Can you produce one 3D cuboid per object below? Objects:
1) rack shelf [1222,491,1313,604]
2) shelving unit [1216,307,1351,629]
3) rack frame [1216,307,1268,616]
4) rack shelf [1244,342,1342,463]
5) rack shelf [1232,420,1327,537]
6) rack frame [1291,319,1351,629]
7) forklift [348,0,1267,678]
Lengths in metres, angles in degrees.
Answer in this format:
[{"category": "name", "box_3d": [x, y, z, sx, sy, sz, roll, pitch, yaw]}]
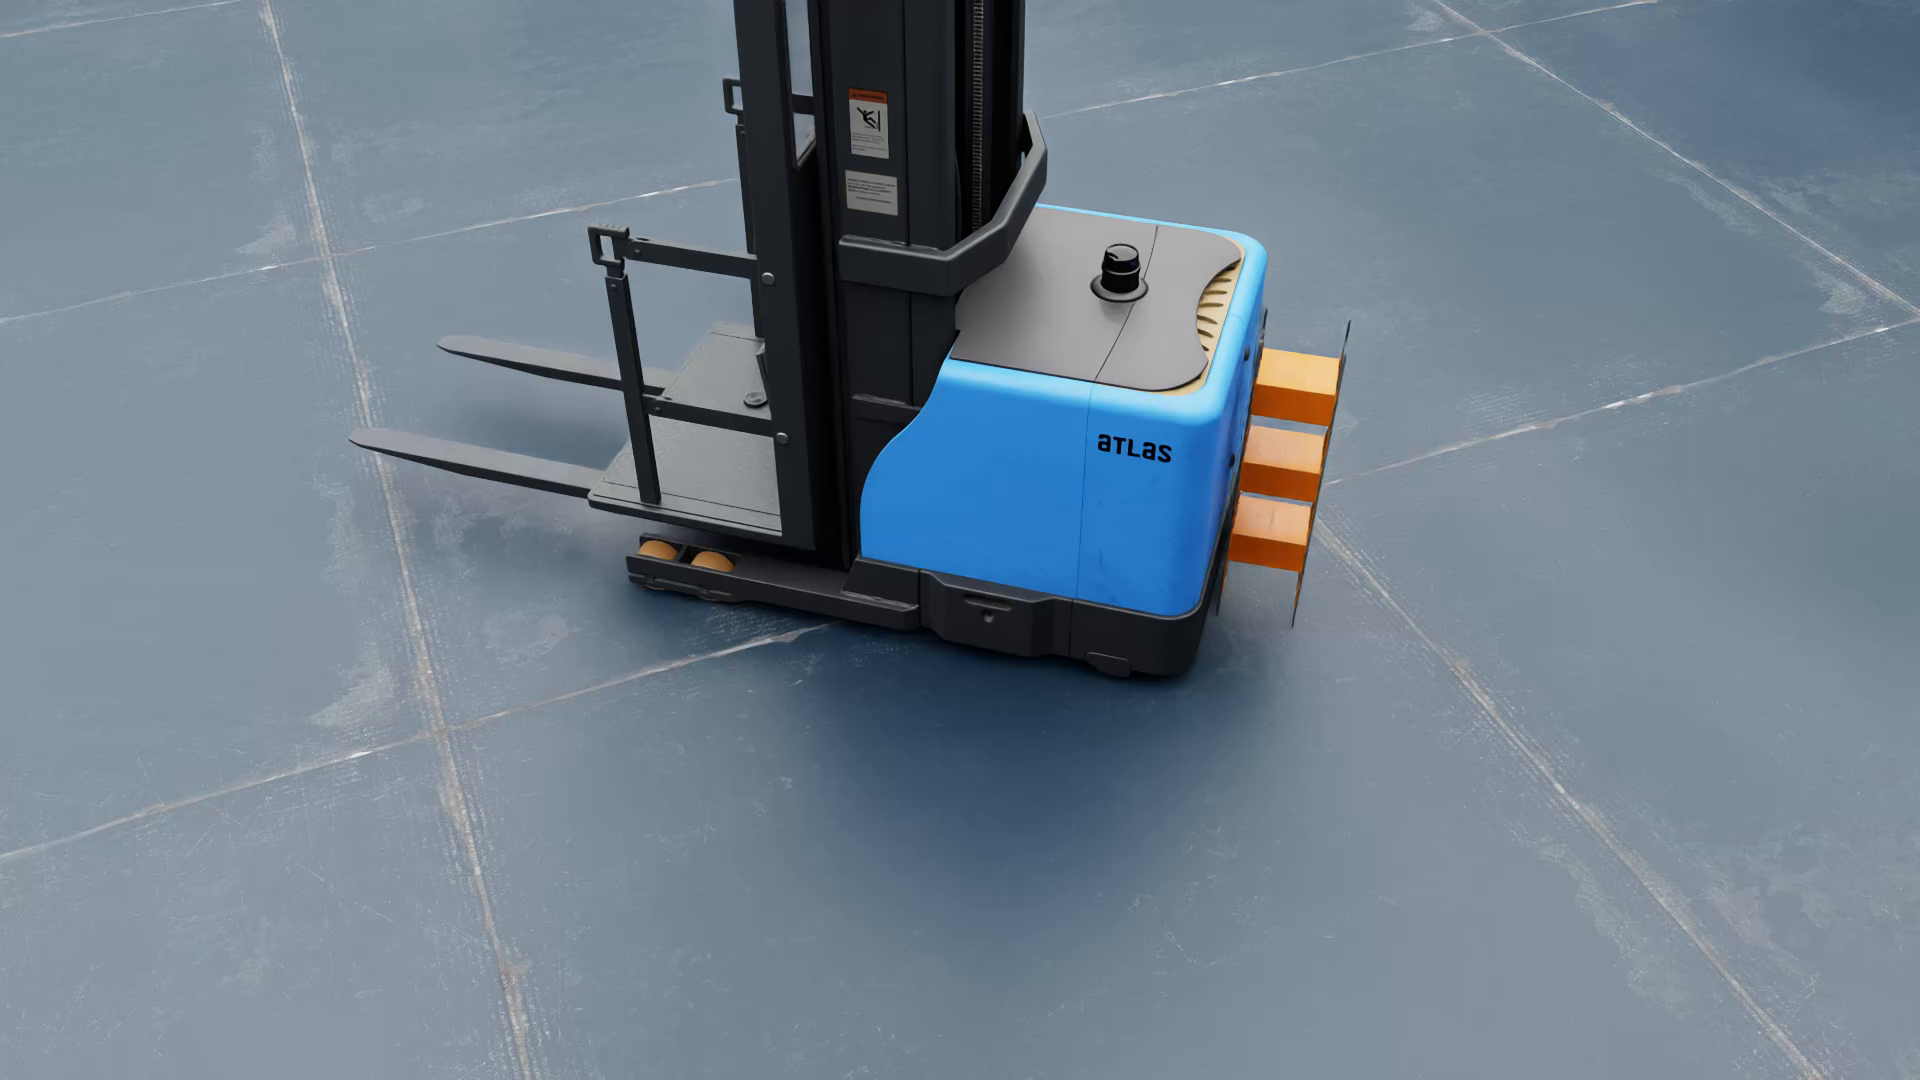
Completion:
[{"category": "rack shelf", "box_3d": [0.988, 0.023, 5.352, 0.240, 0.259, 0.215, 10, 40, 10]}, {"category": "shelving unit", "box_3d": [0.995, -0.201, 5.170, 0.252, 1.050, 0.215, 10, 40, 10]}, {"category": "rack frame", "box_3d": [0.876, -0.222, 5.191, 0.008, 1.050, 0.200, 10, 40, 10]}, {"category": "rack shelf", "box_3d": [1.001, -0.414, 4.999, 0.240, 0.259, 0.215, 10, 40, 10]}, {"category": "rack shelf", "box_3d": [0.995, -0.193, 5.177, 0.240, 0.259, 0.215, 10, 40, 10]}, {"category": "rack frame", "box_3d": [1.113, -0.181, 5.149, 0.008, 1.050, 0.200, 10, 40, 10]}, {"category": "forklift", "box_3d": [-0.599, -1.226, 4.928, 3.031, 2.935, 1.130, 11, 42, 12]}]
